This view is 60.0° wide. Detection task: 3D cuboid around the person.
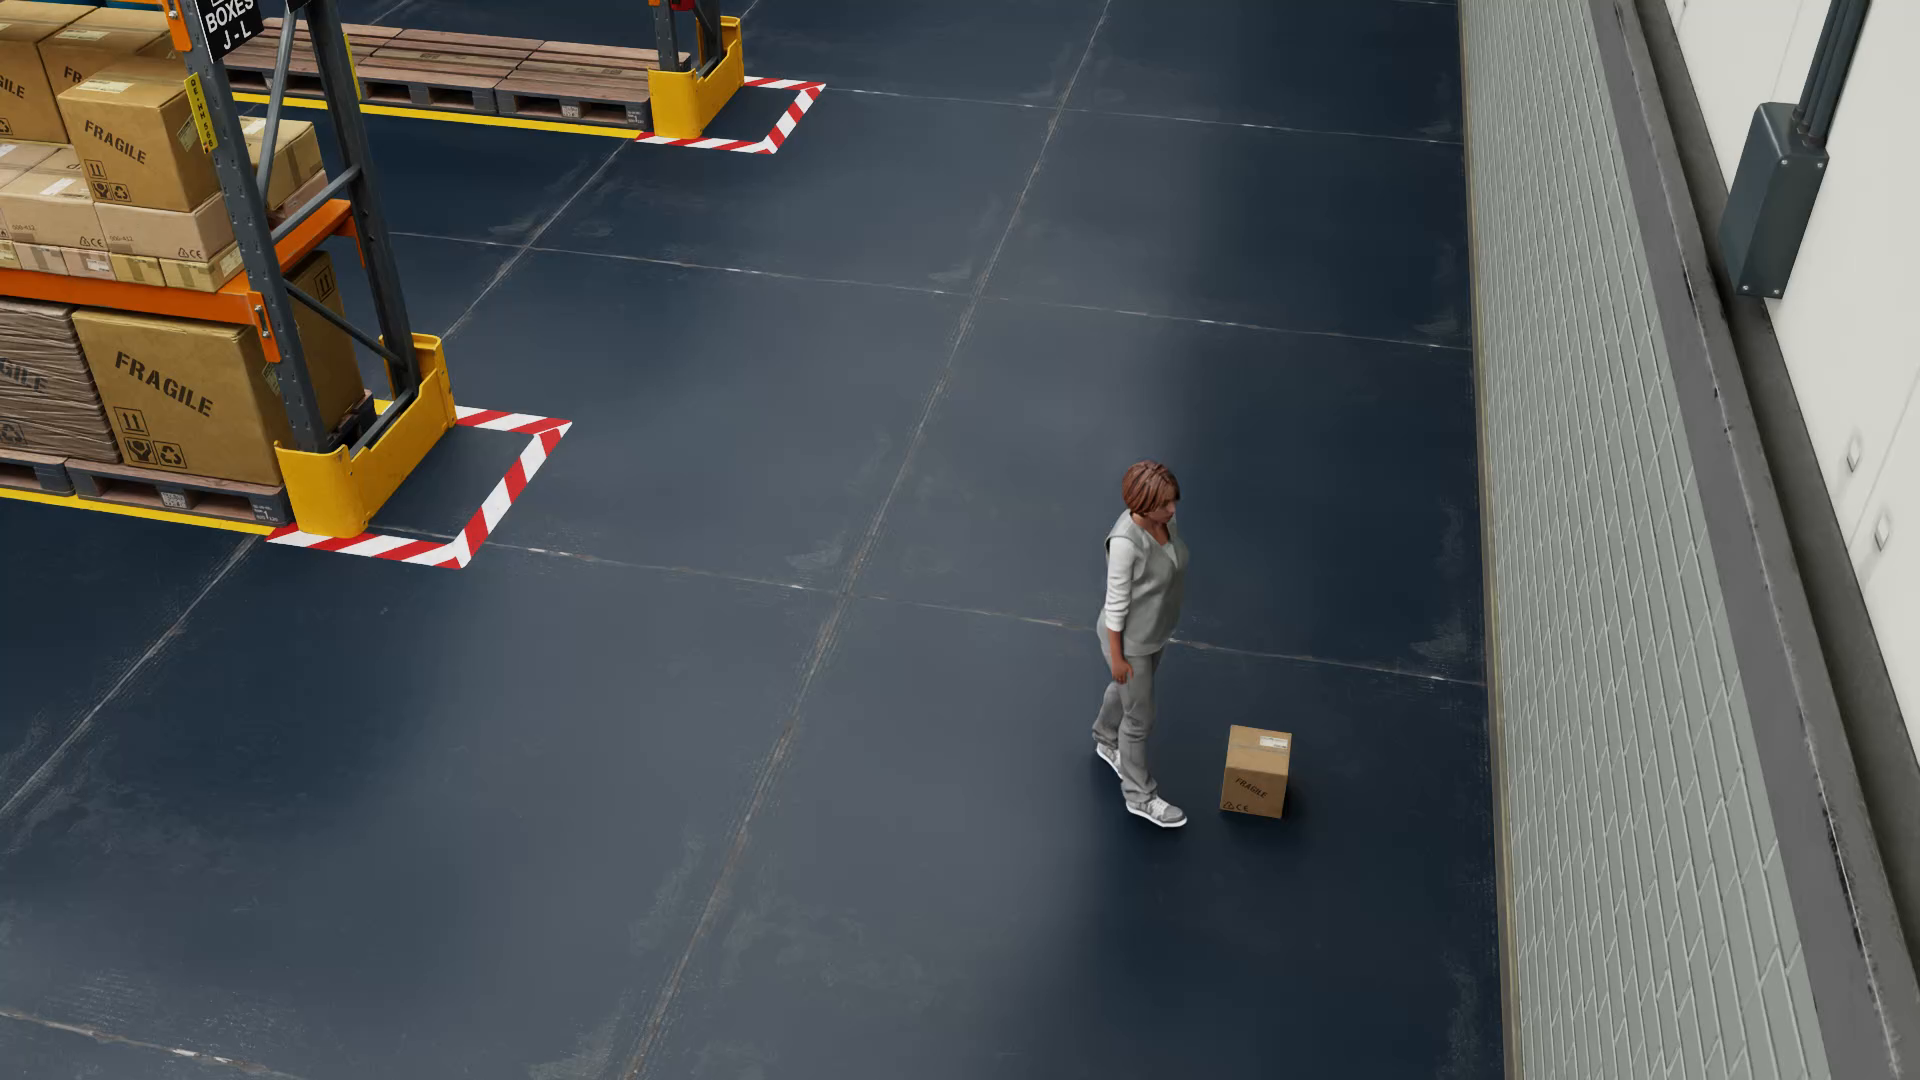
[{"bbox_3d":[0.693,0.102,6.287,0.302,0.929,0.424,20,42,25],"label":"person"}]
